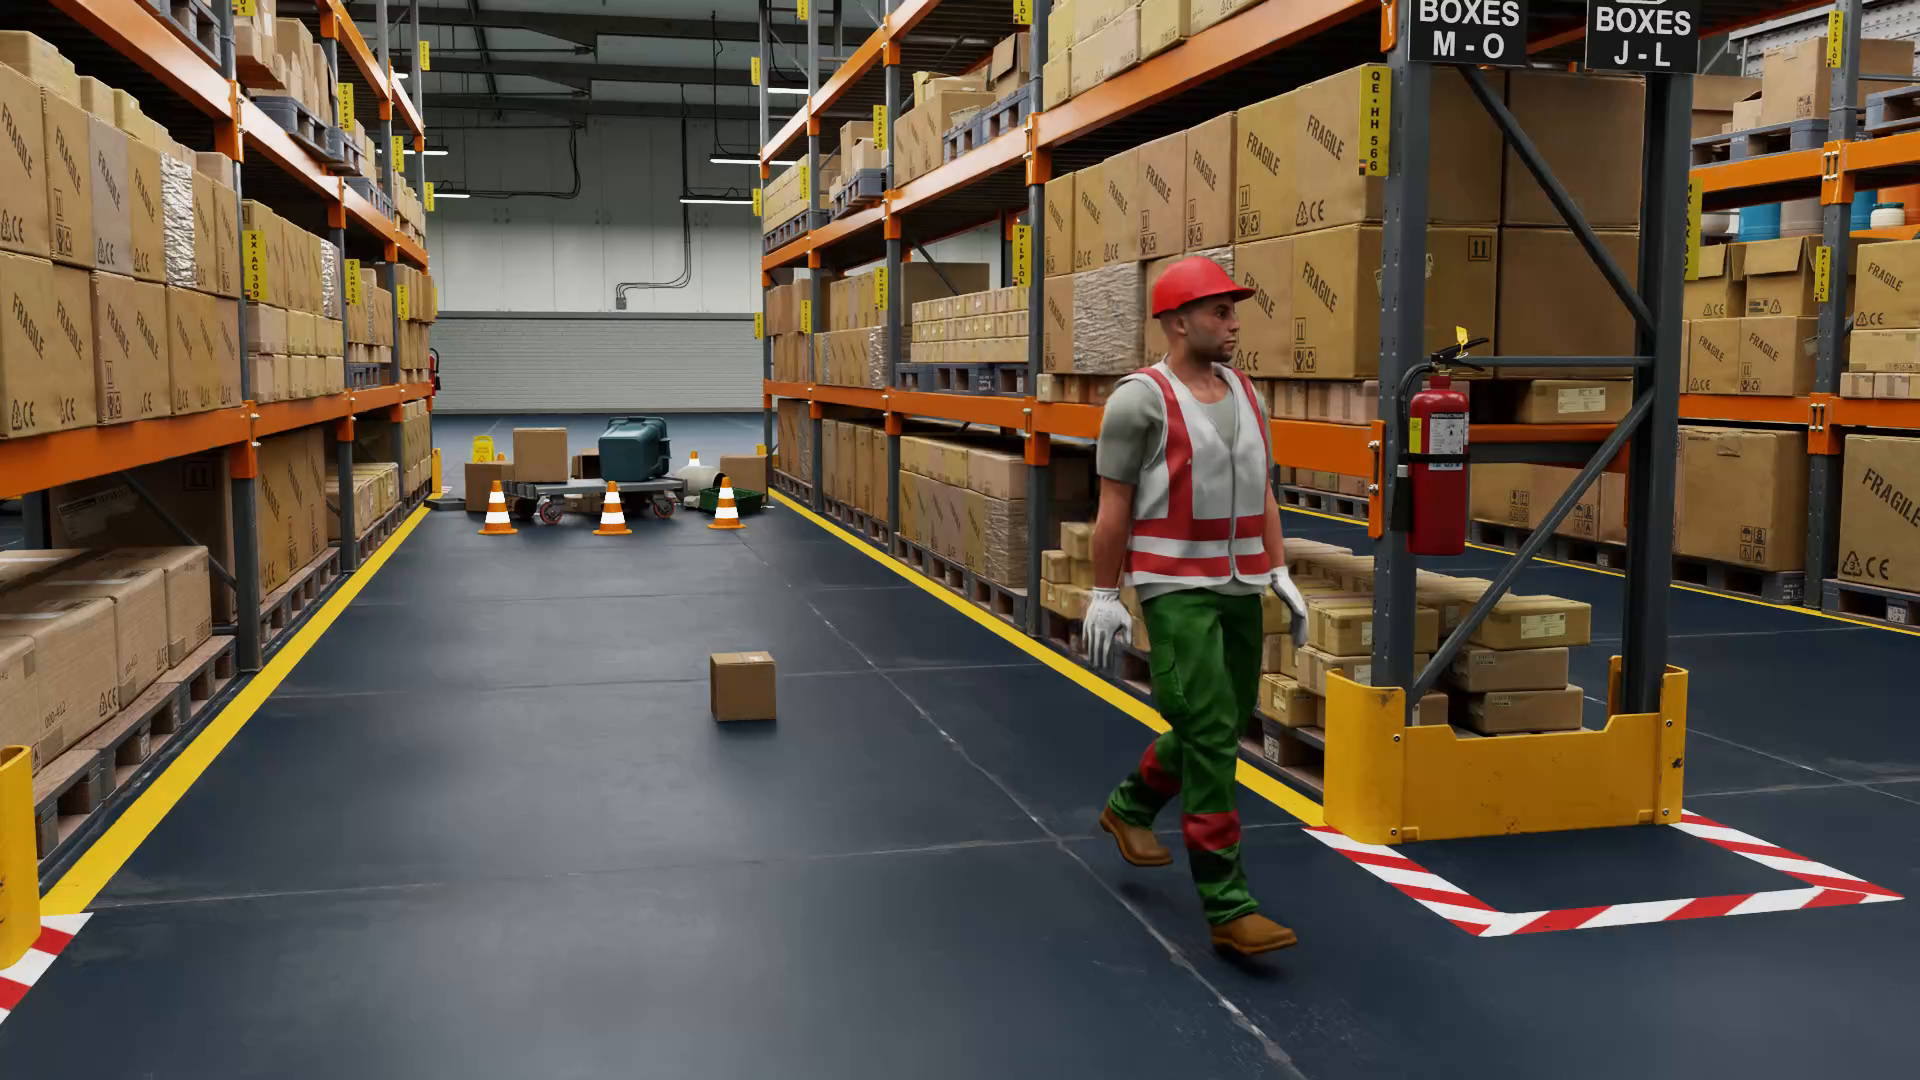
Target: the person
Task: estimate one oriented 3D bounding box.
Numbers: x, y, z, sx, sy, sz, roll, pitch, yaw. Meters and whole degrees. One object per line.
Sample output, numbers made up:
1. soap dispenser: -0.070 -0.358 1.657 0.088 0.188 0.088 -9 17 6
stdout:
1. person: 0.636 0.144 4.395 0.599 1.767 0.948 -4 7 -31
